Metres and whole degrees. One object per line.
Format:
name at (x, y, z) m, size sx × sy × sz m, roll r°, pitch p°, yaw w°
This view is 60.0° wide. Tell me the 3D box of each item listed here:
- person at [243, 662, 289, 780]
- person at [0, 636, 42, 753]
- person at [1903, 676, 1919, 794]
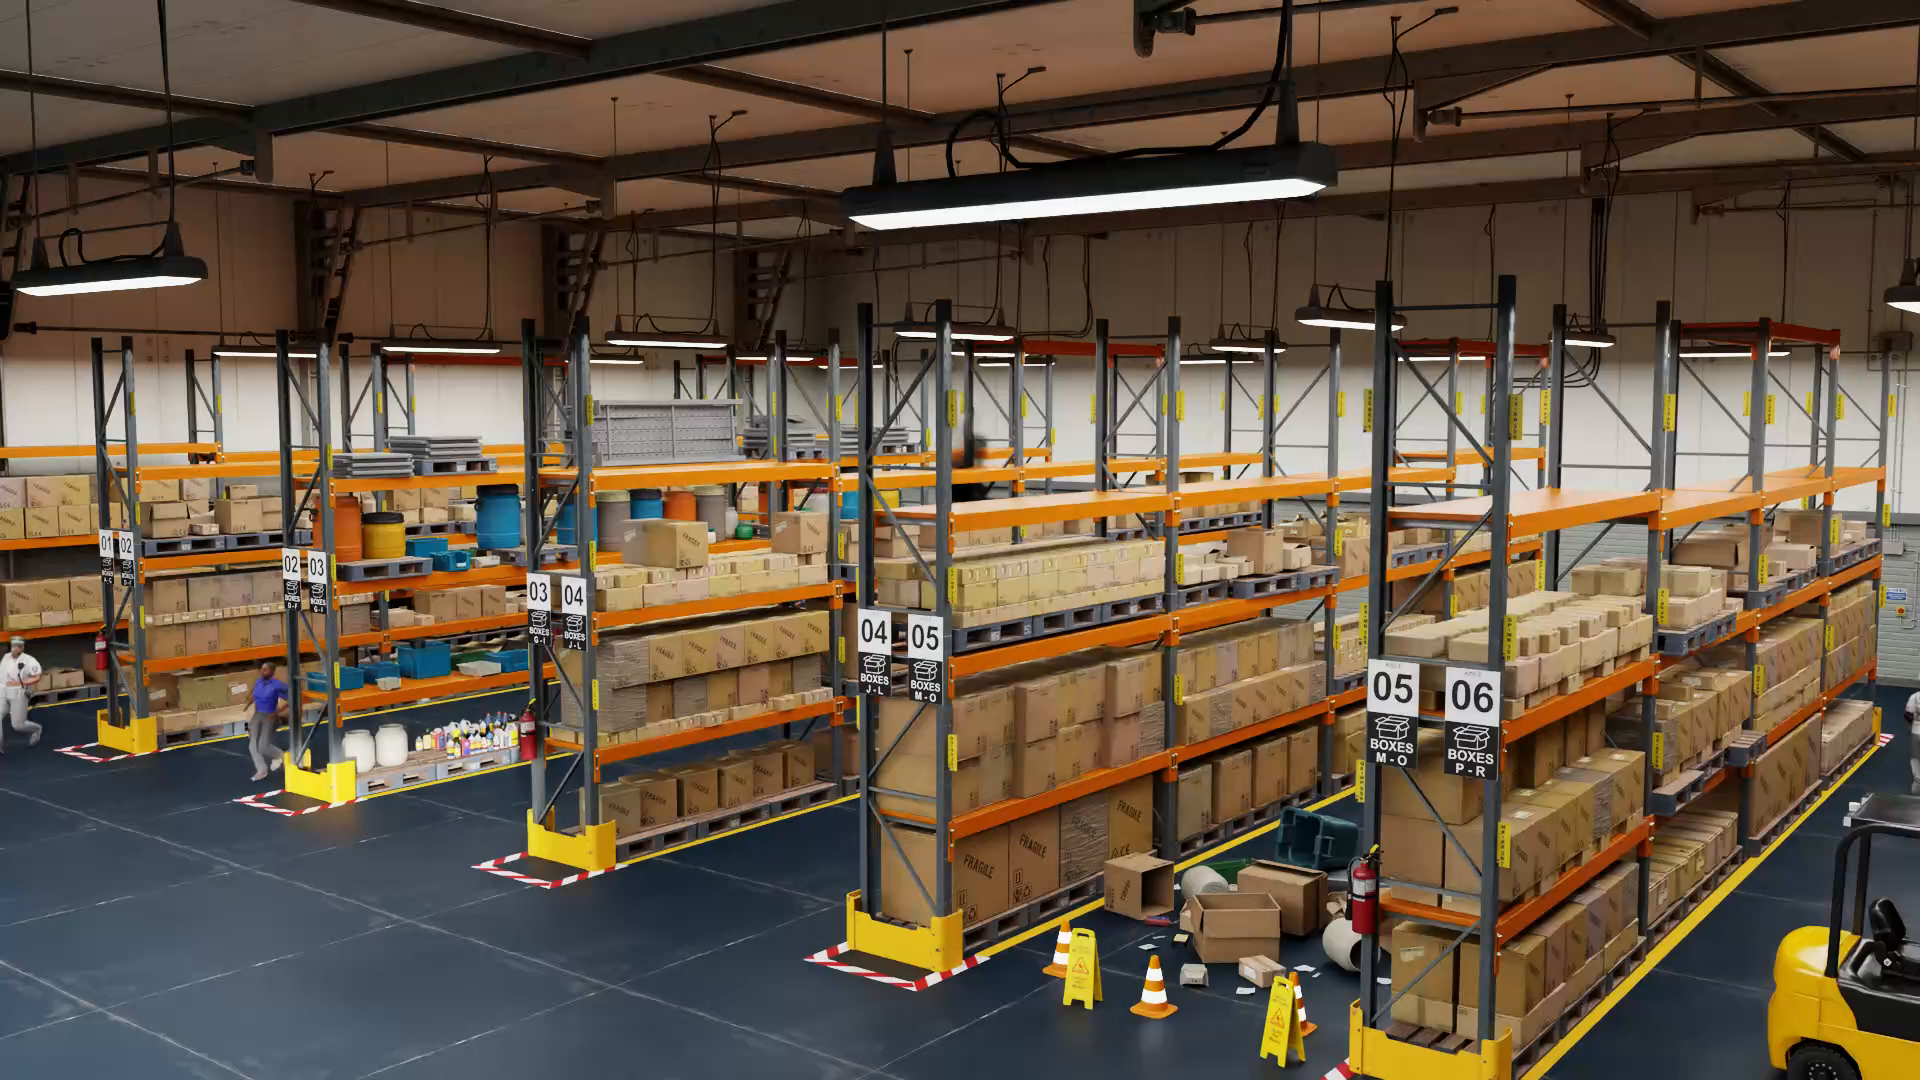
person at (-9.331, 2.431, 22.444) m, size 0.604 × 1.606 × 0.612 m, roll 2°, pitch 5°, yaw 18°
person at (-13.627, 2.240, 24.044) m, size 0.694 × 1.741 × 0.803 m, roll 0°, pitch 5°, yaw 3°
person at (12.383, 2.496, 21.269) m, size 0.575 × 1.639 × 0.590 m, roll 3°, pitch 6°, yaw 28°
